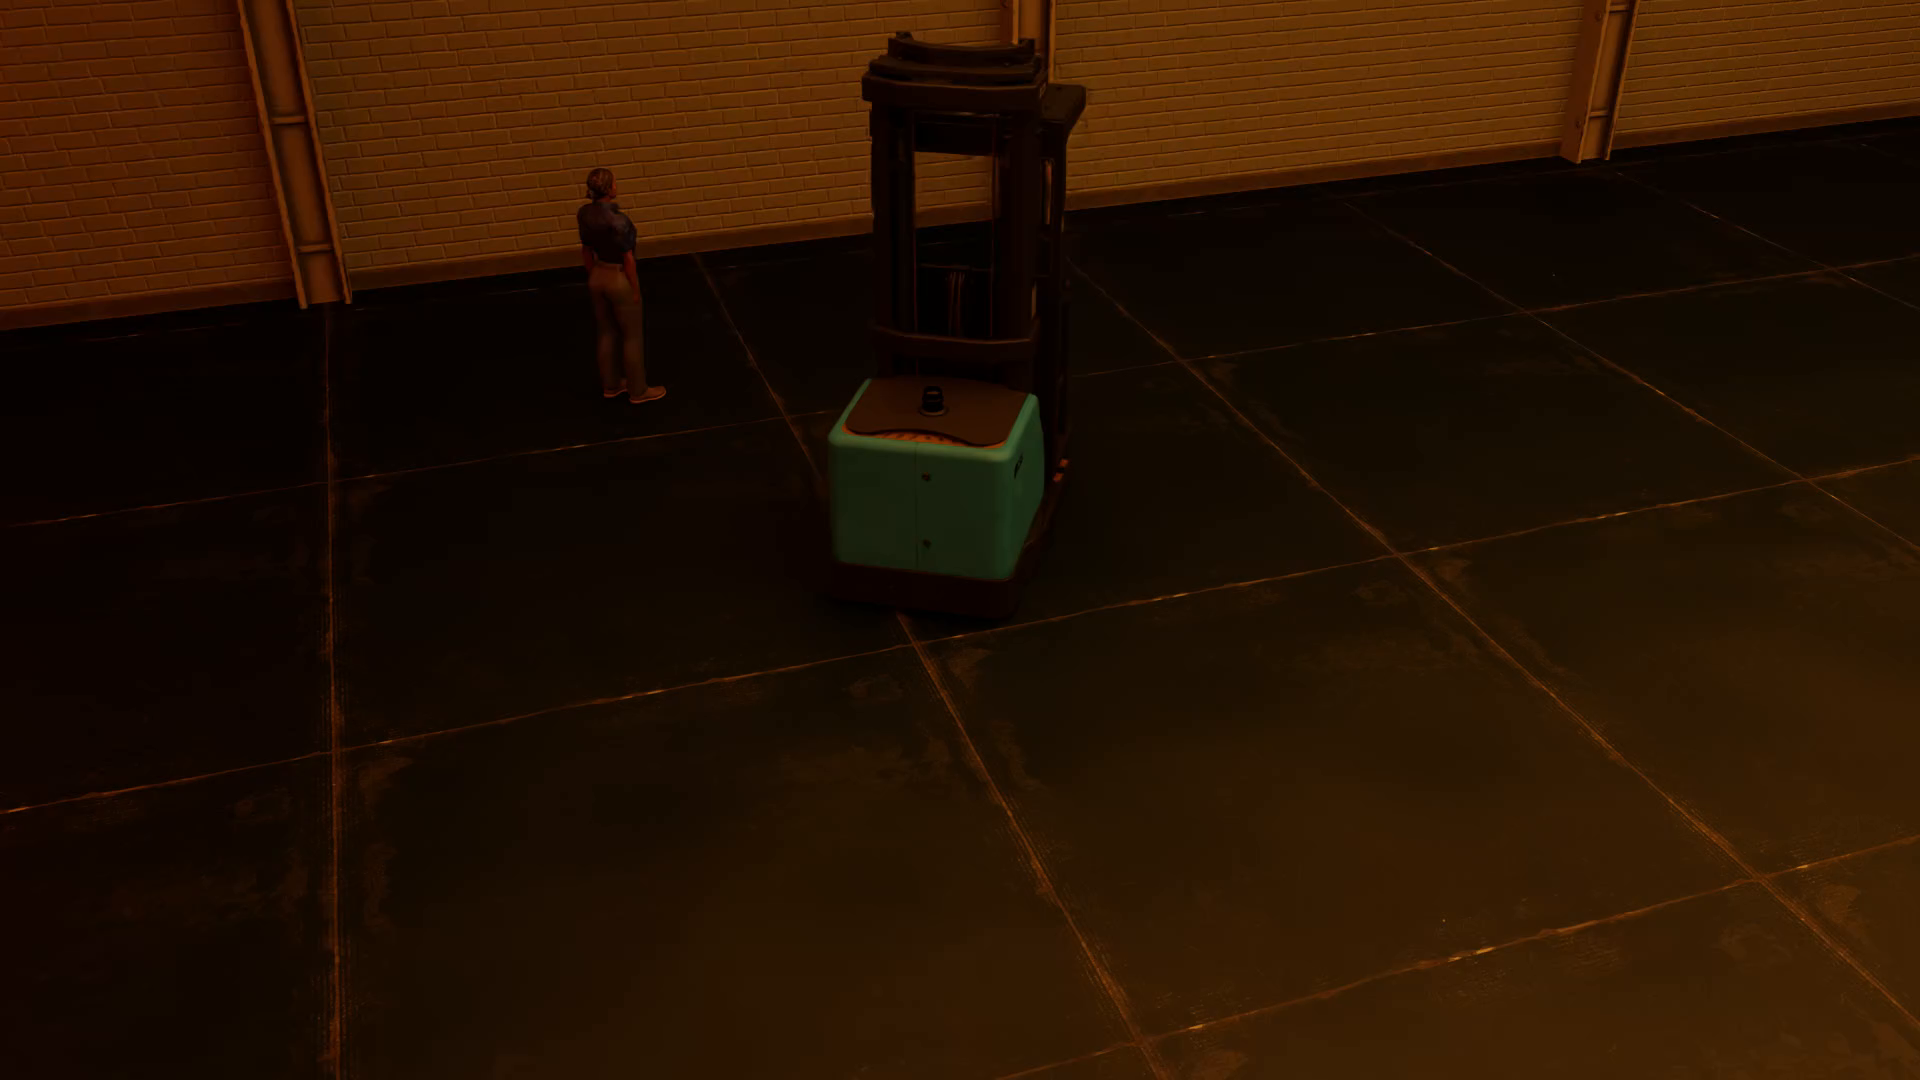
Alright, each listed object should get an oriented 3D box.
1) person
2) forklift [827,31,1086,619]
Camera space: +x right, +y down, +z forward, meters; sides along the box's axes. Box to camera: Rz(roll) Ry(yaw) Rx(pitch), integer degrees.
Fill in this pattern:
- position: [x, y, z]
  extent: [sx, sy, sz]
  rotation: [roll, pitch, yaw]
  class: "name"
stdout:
- position: [-2.345, -1.744, 11.398]
  extent: [0.453, 1.660, 0.340]
  rotation: [17, 34, 27]
  class: "person"
- position: [0.101, -1.560, 9.798]
  extent: [1.130, 2.935, 3.031]
  rotation: [7, 31, 11]
  class: "forklift"
